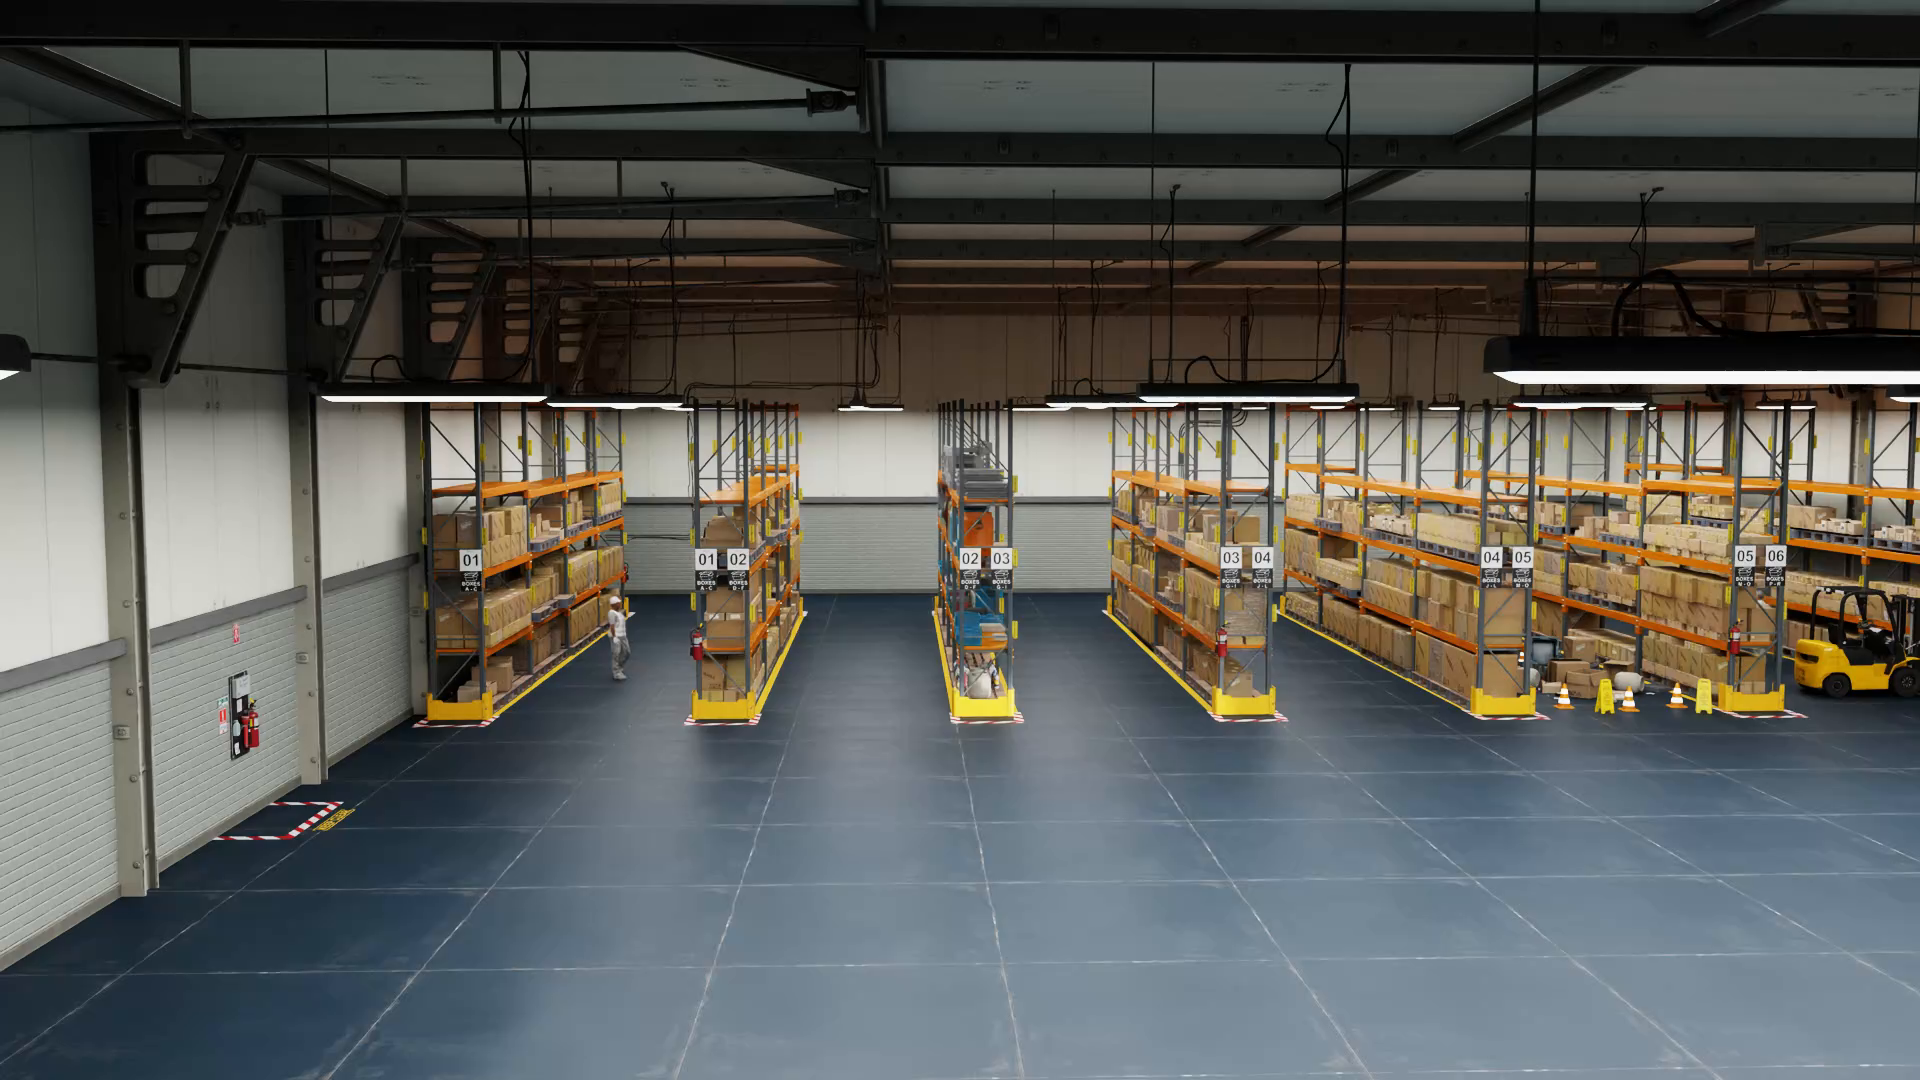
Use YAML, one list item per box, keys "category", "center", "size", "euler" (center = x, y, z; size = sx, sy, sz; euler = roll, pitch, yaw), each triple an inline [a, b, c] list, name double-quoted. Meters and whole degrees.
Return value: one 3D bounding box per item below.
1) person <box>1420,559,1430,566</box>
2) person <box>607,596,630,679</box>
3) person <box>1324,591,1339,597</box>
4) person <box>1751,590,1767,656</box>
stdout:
- category: "person"
  center: [14.458, 0.902, 51.862]
  size: [0.798, 1.761, 0.627]
  euler: [-1, 4, -10]
- category: "person"
  center: [-7.400, 2.108, 36.004]
  size: [0.488, 1.787, 0.617]
  euler: [2, 5, 21]
- category: "person"
  center: [11.337, 0.980, 50.799]
  size: [0.690, 1.742, 0.593]
  euler: [-4, 6, -41]
- category: "person"
  center: [18.315, 1.992, 38.257]
  size: [0.558, 1.690, 0.730]
  euler: [-1, 5, -16]
